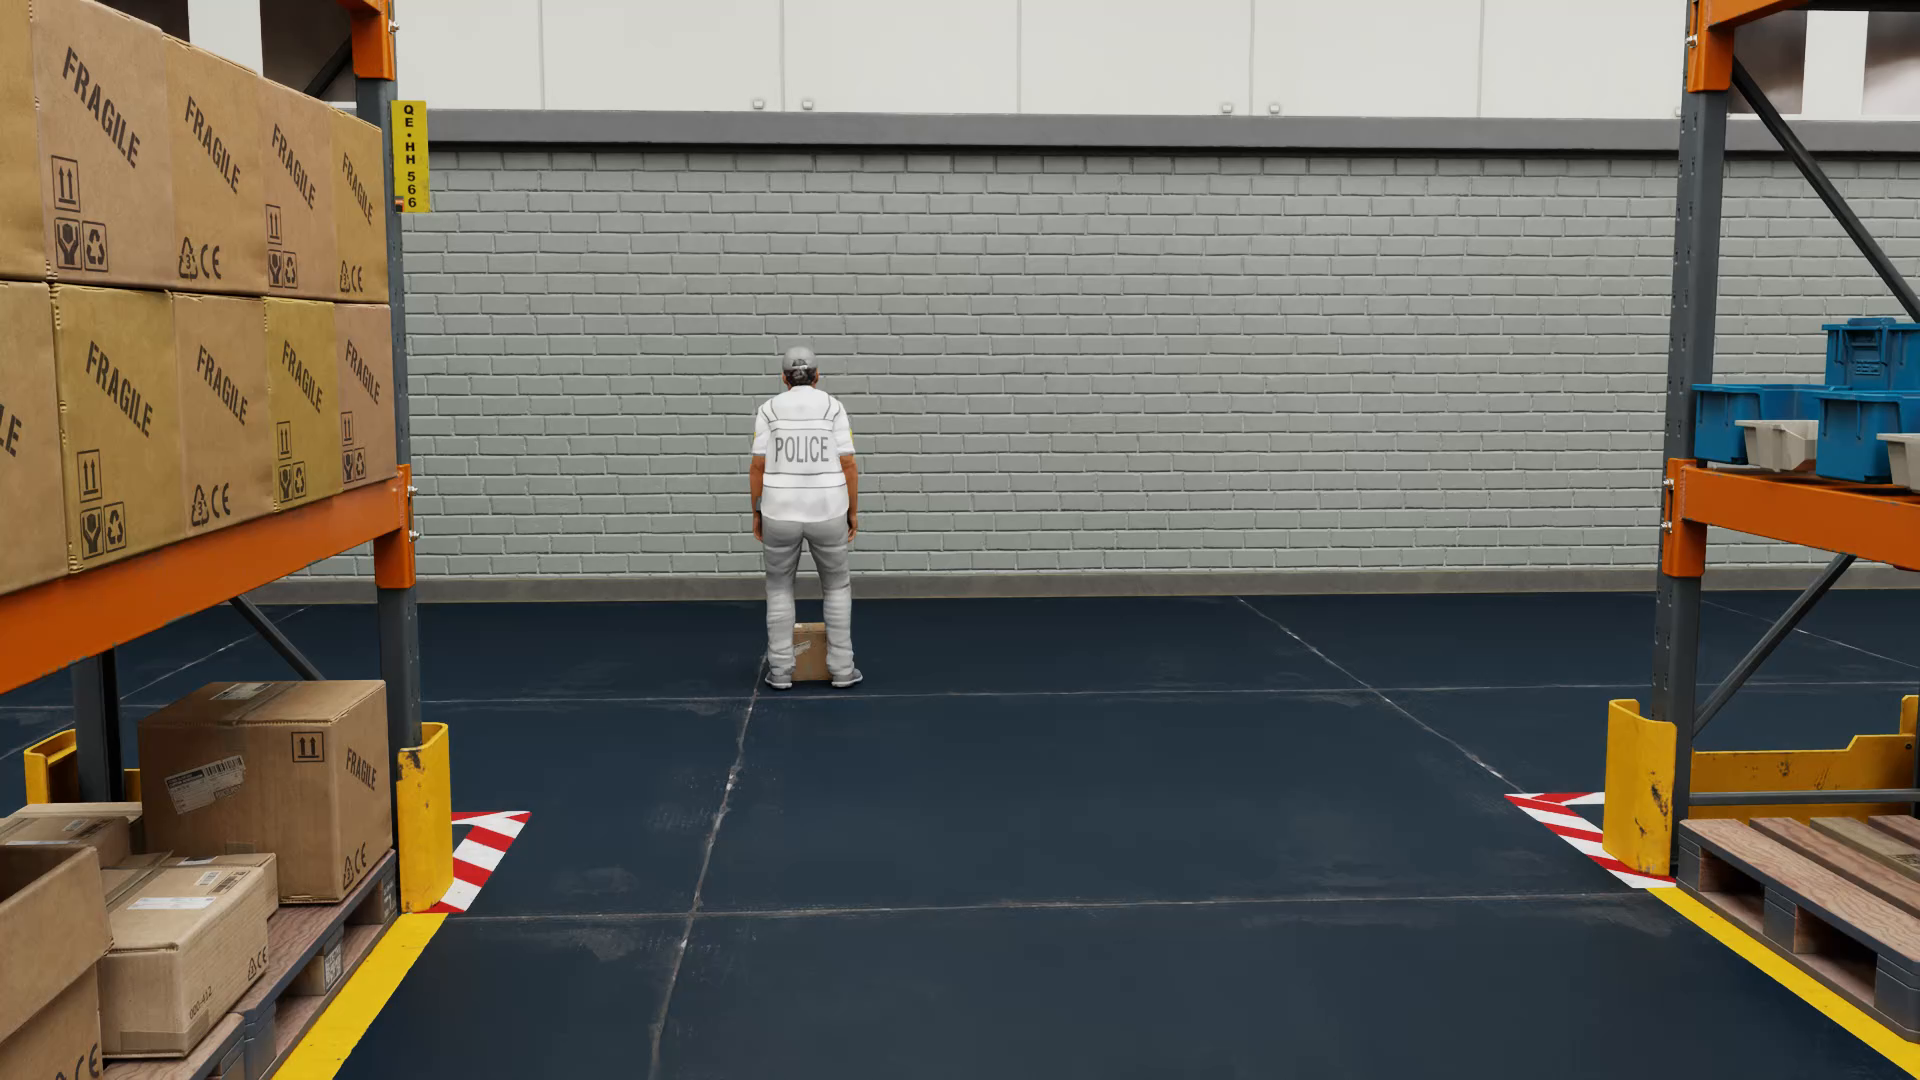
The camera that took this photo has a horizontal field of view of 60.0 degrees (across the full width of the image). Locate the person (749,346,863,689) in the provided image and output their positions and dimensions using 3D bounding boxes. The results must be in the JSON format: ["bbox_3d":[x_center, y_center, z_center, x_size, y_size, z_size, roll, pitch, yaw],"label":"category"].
[{"bbox_3d":[-0.752,-0.111,8.127,0.538,1.666,0.465,0,7,-3],"label":"person"}]
